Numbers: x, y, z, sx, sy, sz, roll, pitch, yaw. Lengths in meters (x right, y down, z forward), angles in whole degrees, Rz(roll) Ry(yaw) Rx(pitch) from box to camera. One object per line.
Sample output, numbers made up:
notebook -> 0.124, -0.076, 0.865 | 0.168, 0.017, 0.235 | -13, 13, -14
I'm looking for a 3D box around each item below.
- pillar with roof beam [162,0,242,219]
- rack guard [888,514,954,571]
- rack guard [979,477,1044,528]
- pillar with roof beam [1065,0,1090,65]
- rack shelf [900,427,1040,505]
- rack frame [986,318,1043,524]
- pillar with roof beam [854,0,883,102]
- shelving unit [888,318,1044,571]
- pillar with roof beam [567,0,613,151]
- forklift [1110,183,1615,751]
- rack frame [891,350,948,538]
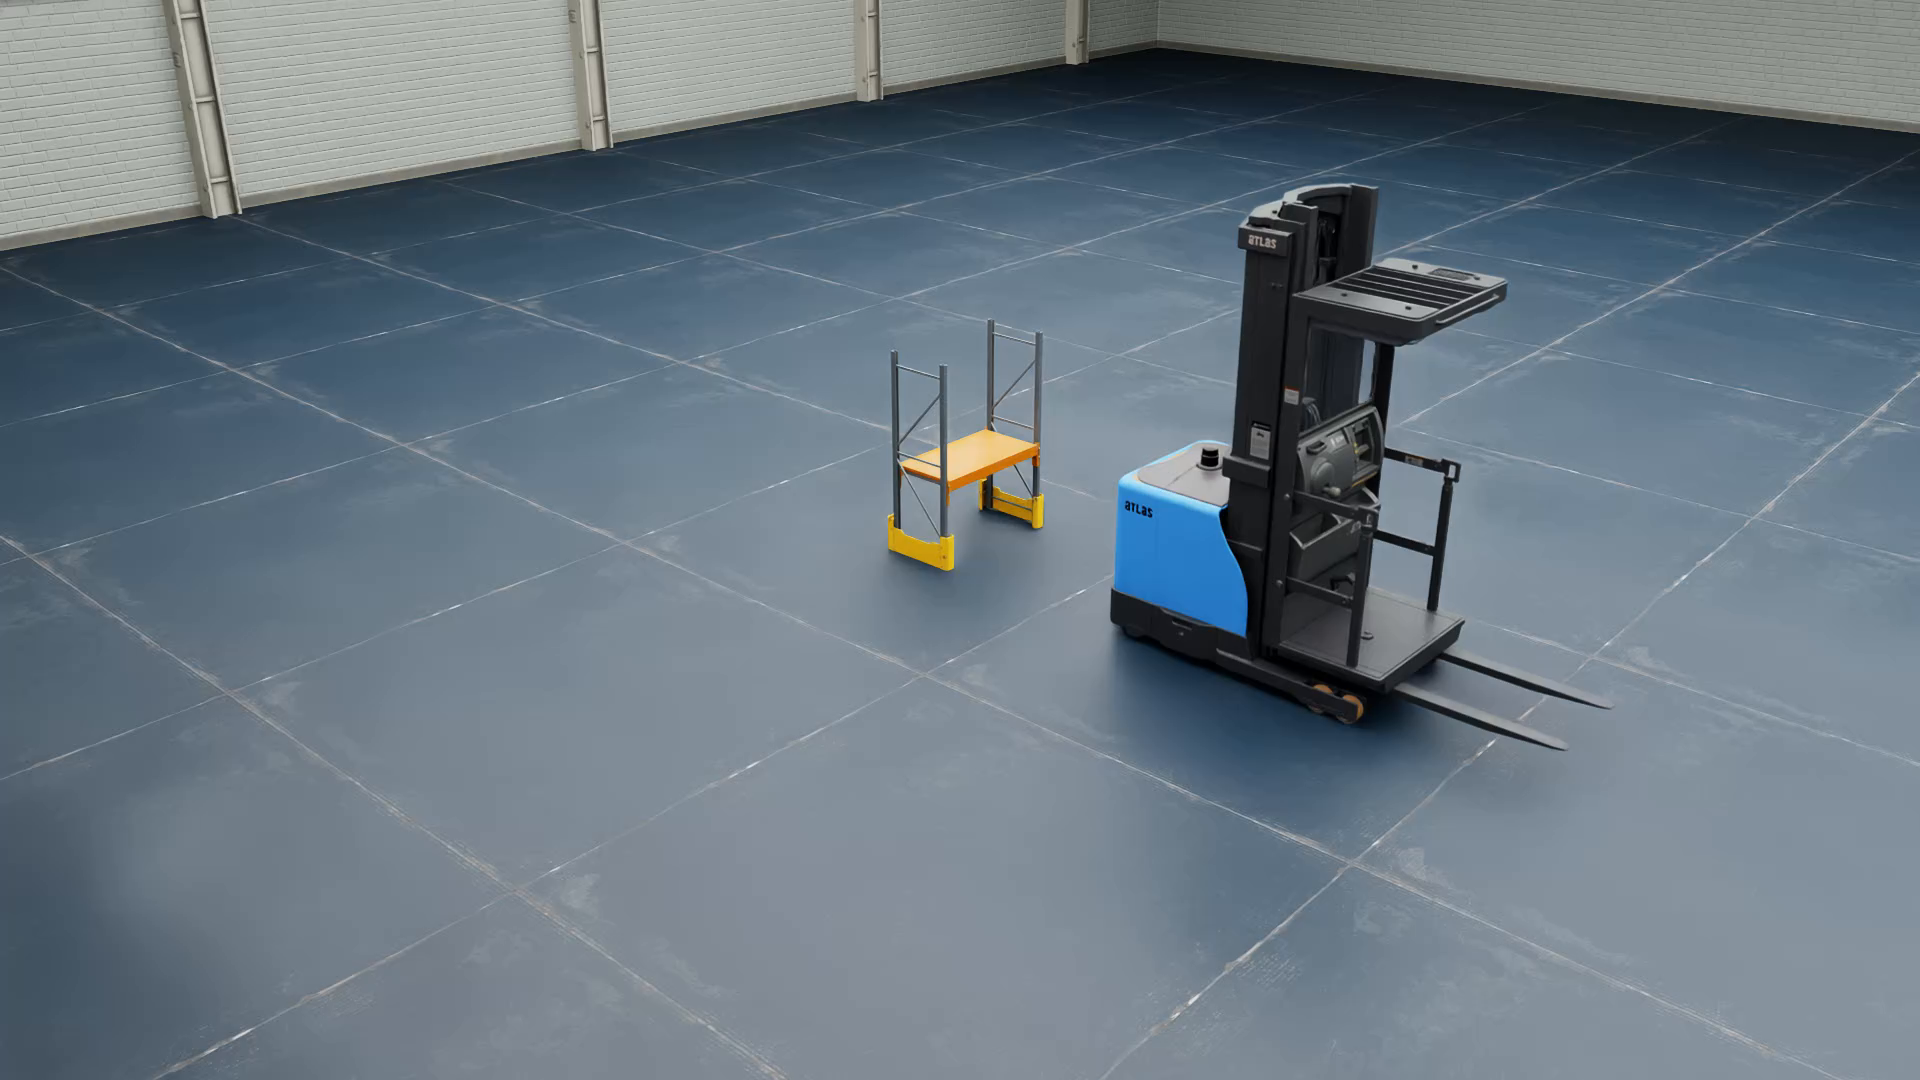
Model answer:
pillar with roof beam -> -6.425, -7.185, 17.248 | 9.100, 9.000, 0.400 | 20, 31, 38
rack guard -> -0.281, 0.014, 11.883 | 0.587, 0.250, 0.087 | 20, 31, 38
rack guard -> 0.383, -0.289, 12.560 | 0.587, 0.250, 0.087 | 20, 31, 38
pillar with roof beam -> 5.589, -12.669, 29.479 | 9.100, 9.000, 0.400 | 20, 31, 38
rack shelf -> 0.057, -0.546, 12.046 | 0.538, 0.185, 1.000 | 20, 31, 38
rack frame -> 0.396, -0.865, 12.318 | 0.500, 1.500, 0.032 | 20, 31, 38
pillar with roof beam -> 1.584, -10.841, 25.402 | 9.100, 9.000, 0.400 | 20, 31, 38
shelving unit -> 0.051, -0.708, 11.966 | 0.587, 1.500, 1.083 | 20, 31, 38
pillar with roof beam -> -2.420, -9.013, 21.325 | 9.100, 9.000, 0.400 | 20, 31, 38
forklift -> 2.416, -0.497, 9.746 | 3.031, 2.935, 1.130 | 20, 31, 38
rack frame -> -0.282, -0.555, 11.627 | 0.500, 1.500, 0.032 | 20, 31, 38
